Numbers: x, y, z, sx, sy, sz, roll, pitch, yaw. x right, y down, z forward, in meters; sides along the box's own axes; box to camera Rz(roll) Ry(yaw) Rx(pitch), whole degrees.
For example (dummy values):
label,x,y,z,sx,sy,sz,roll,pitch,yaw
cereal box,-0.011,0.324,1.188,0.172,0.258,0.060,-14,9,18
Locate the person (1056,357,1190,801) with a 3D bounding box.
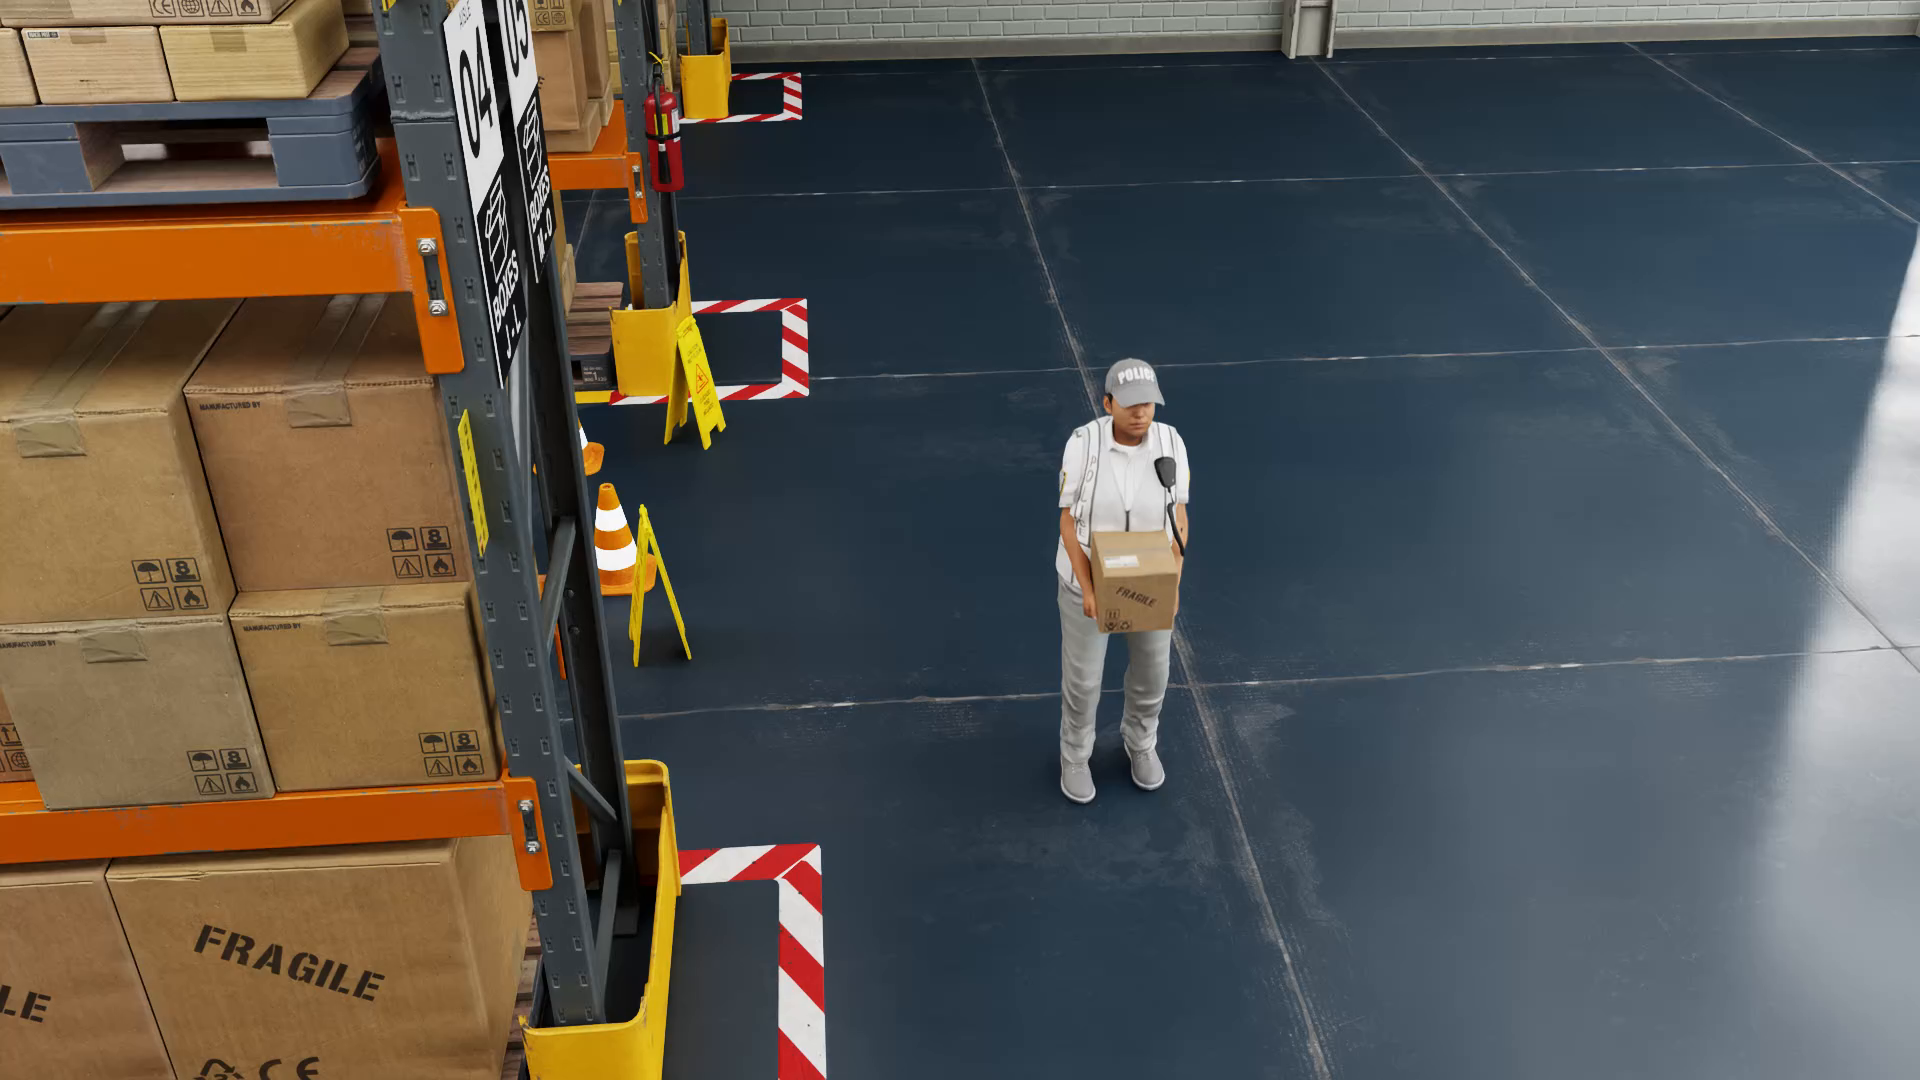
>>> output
label,x,y,z,sx,sy,sz,roll,pitch,yaw
person,0.574,0.173,5.850,0.456,1.660,0.535,-3,31,-5
